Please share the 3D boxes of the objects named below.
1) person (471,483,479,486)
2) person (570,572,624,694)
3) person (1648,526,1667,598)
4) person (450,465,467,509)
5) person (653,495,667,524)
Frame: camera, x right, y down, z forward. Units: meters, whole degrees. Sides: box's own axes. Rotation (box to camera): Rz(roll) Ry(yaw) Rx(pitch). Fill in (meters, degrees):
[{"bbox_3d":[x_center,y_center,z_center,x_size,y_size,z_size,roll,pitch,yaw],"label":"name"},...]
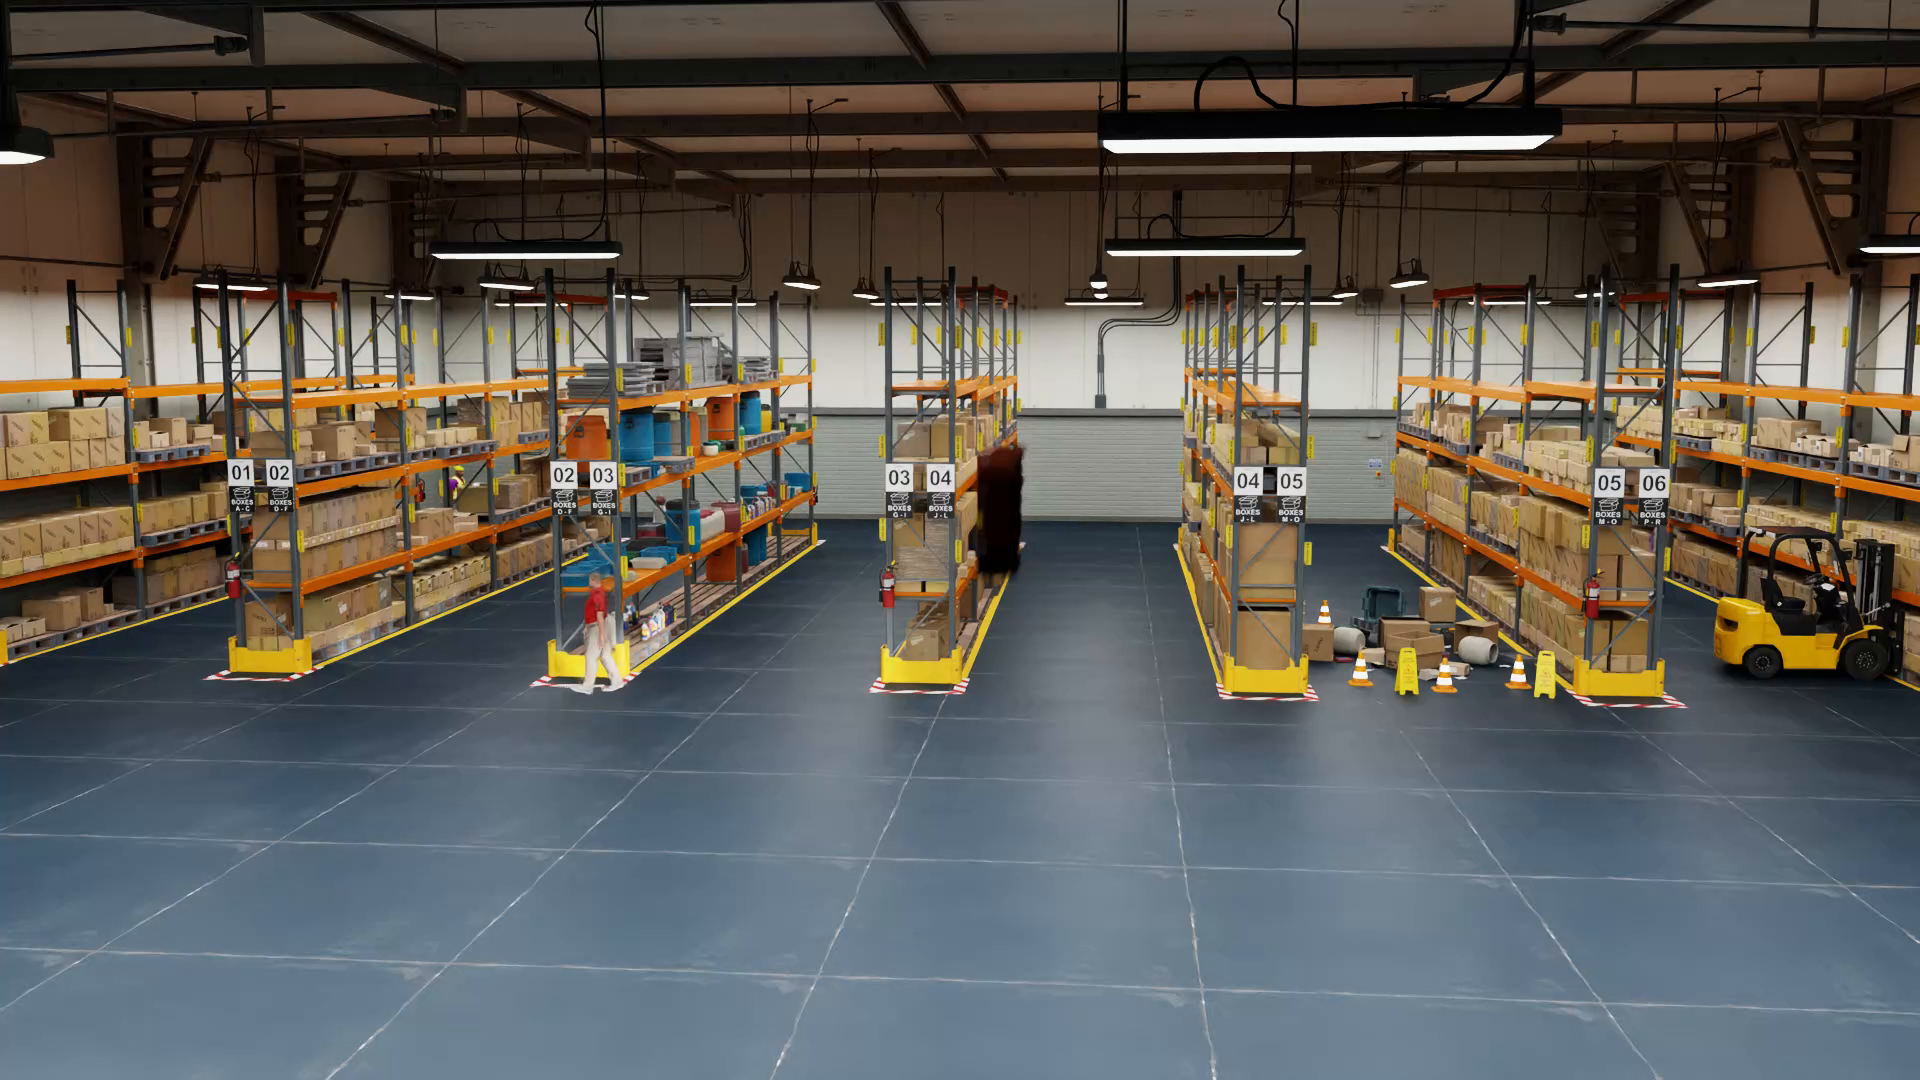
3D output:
[{"bbox_3d":[-10.951,-0.441,37.699,0.615,1.720,1.068,0,7,2],"label":"person"},{"bbox_3d":[-5.160,1.317,23.547,0.706,1.732,0.615,0,7,-4],"label":"person"},{"bbox_3d":[13.467,0.318,32.050,0.434,1.592,0.414,-3,8,-26],"label":"person"},{"bbox_3d":[-12.848,-1.031,42.445,0.740,1.750,0.552,0,7,2],"label":"person"},{"bbox_3d":[-6.509,-0.174,36.126,0.448,1.599,0.439,5,8,33],"label":"person"}]
